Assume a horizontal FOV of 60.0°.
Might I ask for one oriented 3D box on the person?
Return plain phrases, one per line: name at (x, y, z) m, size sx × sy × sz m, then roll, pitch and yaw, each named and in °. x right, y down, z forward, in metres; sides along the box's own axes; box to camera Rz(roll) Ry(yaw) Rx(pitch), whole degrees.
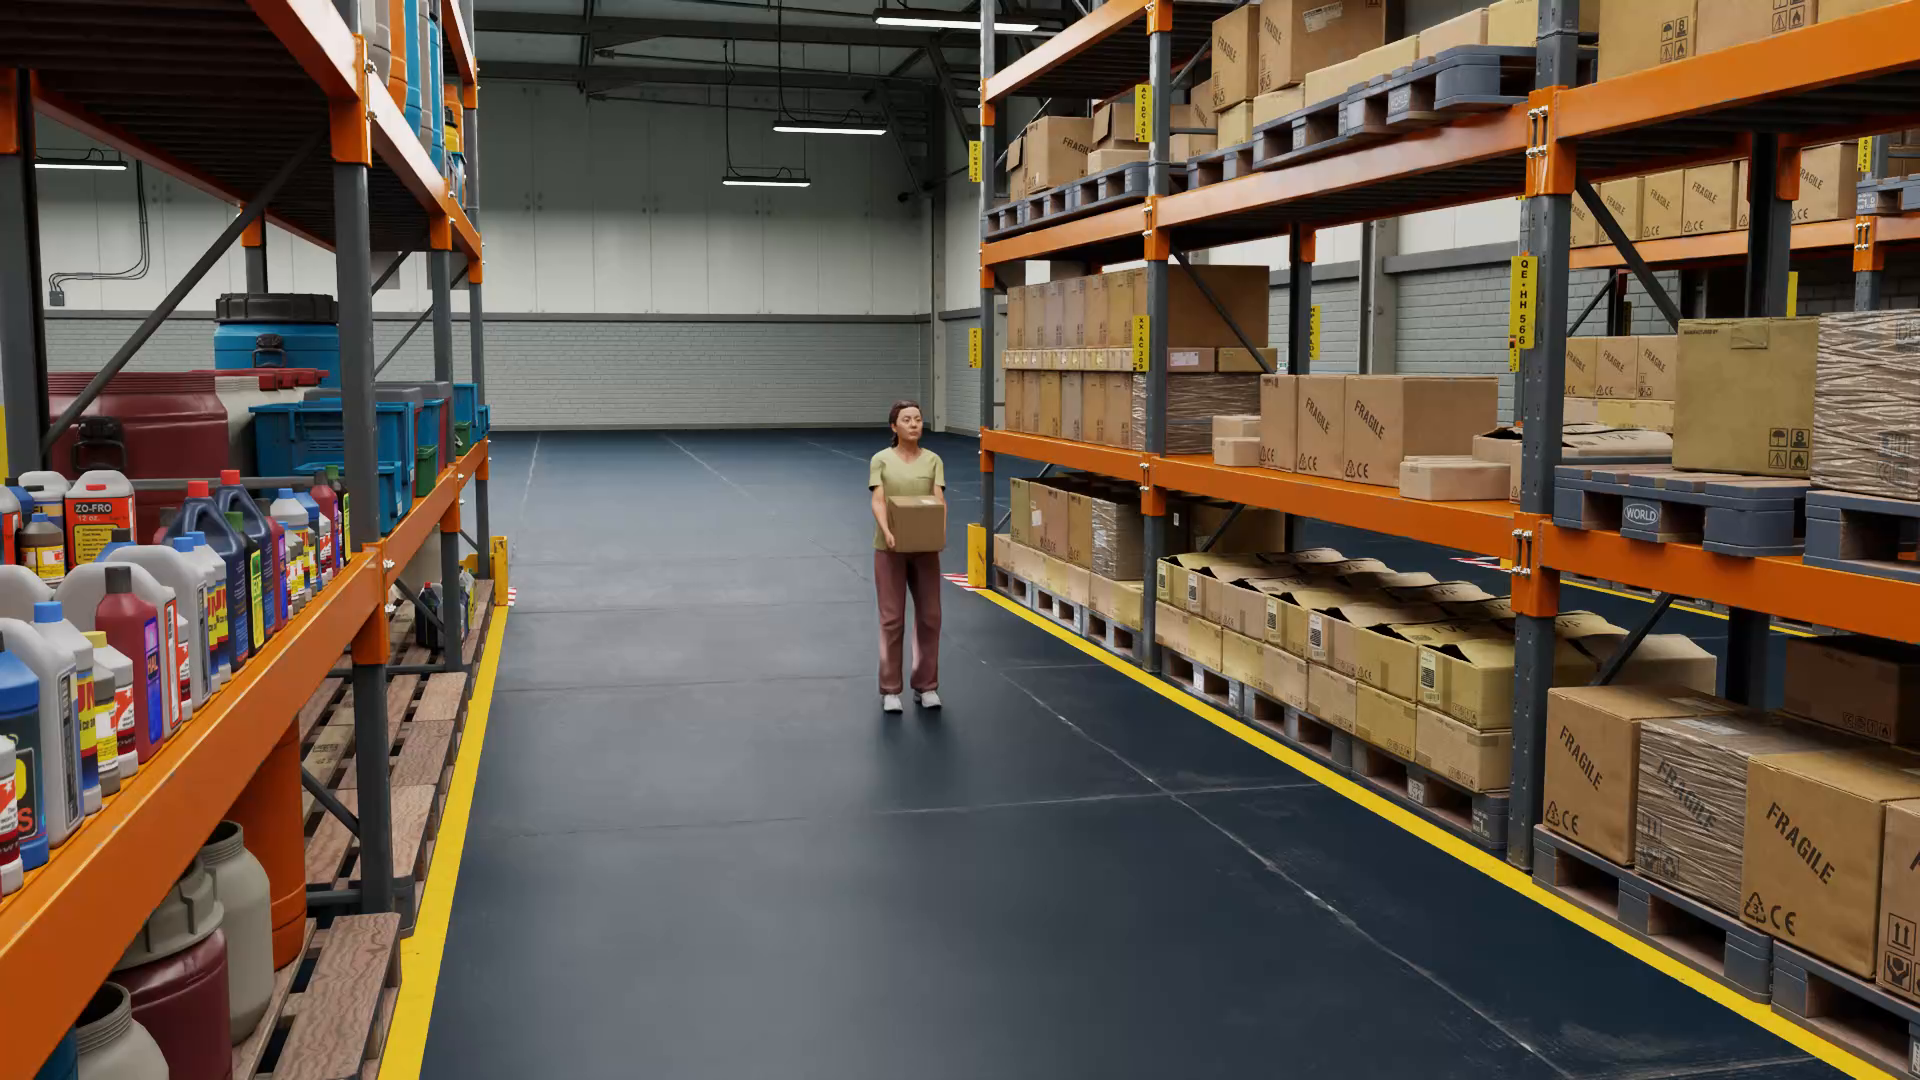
person at (-0.270, 0.080, 8.965) m, size 0.427 × 1.662 × 0.553 m, roll -1°, pitch 6°, yaw -13°
